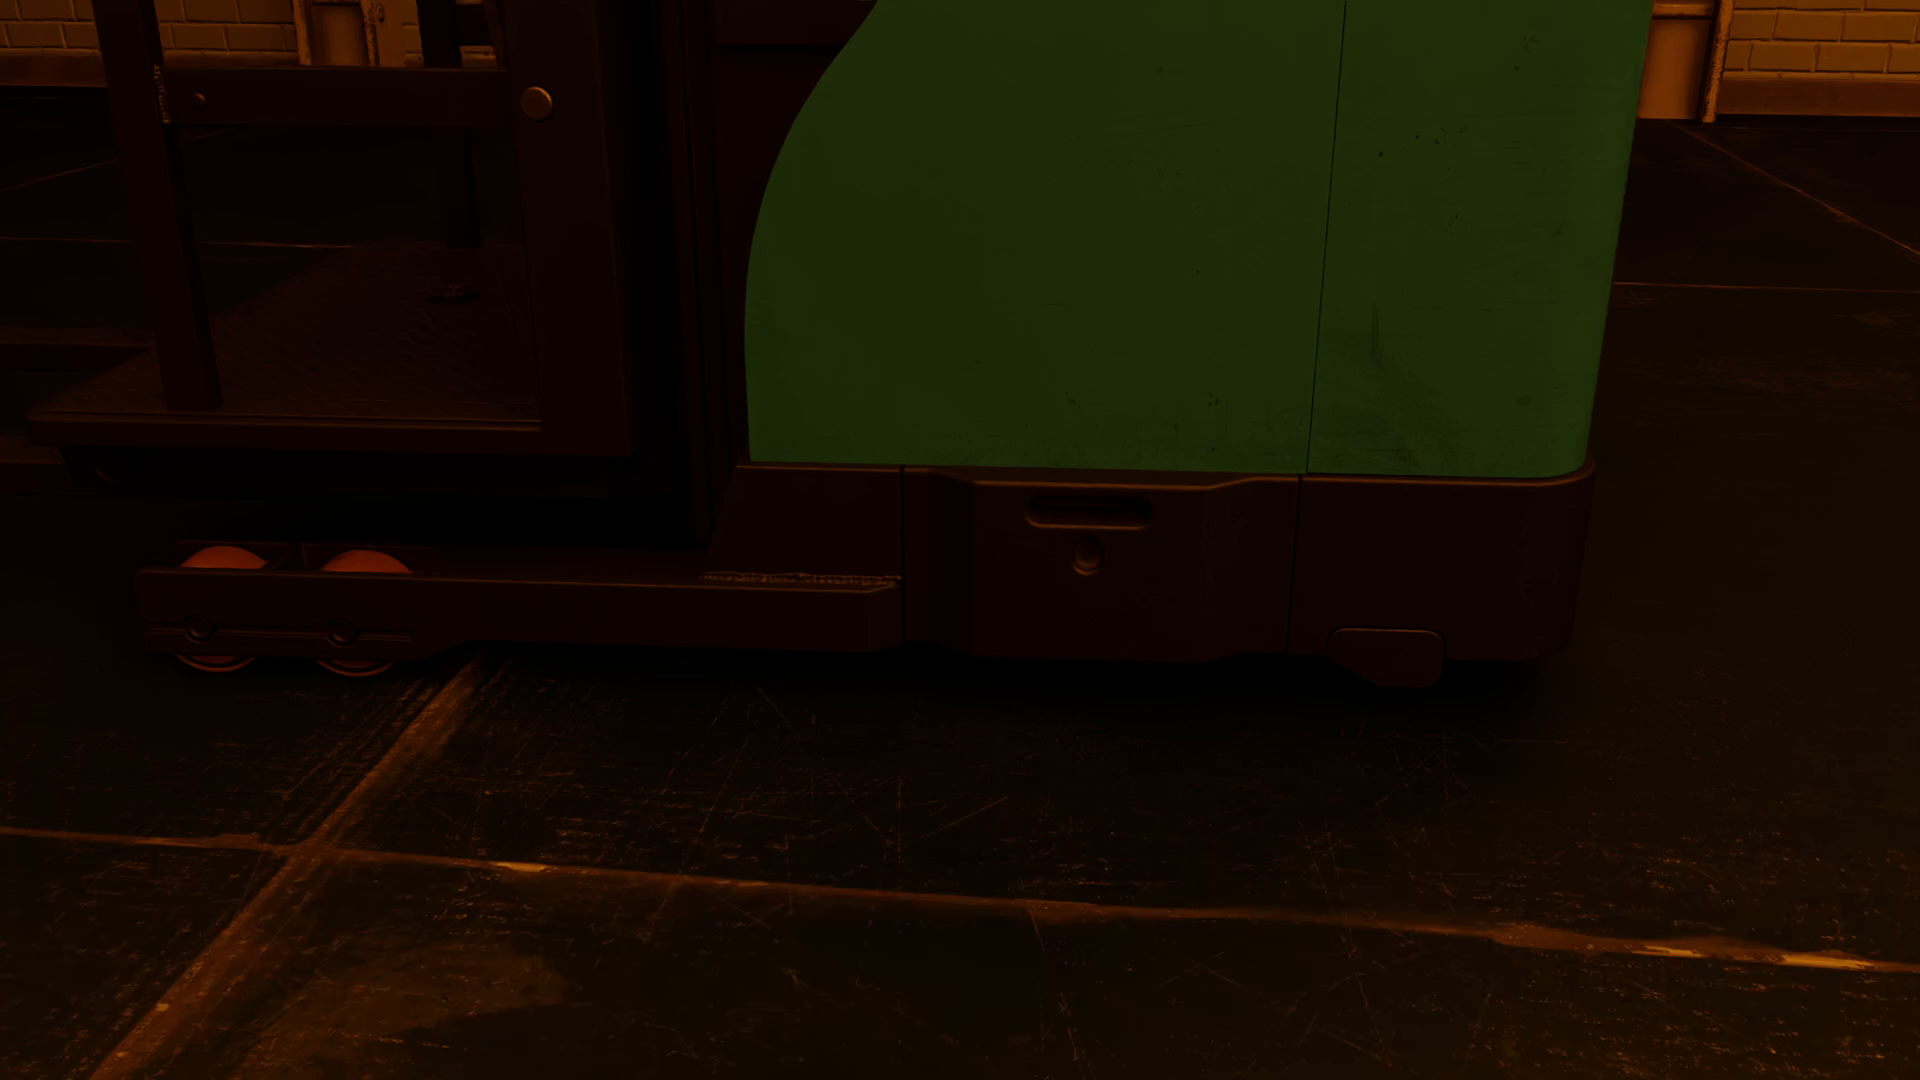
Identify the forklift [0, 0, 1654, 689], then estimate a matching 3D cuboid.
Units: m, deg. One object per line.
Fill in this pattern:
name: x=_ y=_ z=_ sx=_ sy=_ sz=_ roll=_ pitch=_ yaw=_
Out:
forklift: x=-0.680 y=-1.371 z=2.159 sx=3.031 sy=2.935 sz=1.130 roll=2 pitch=22 yaw=4
